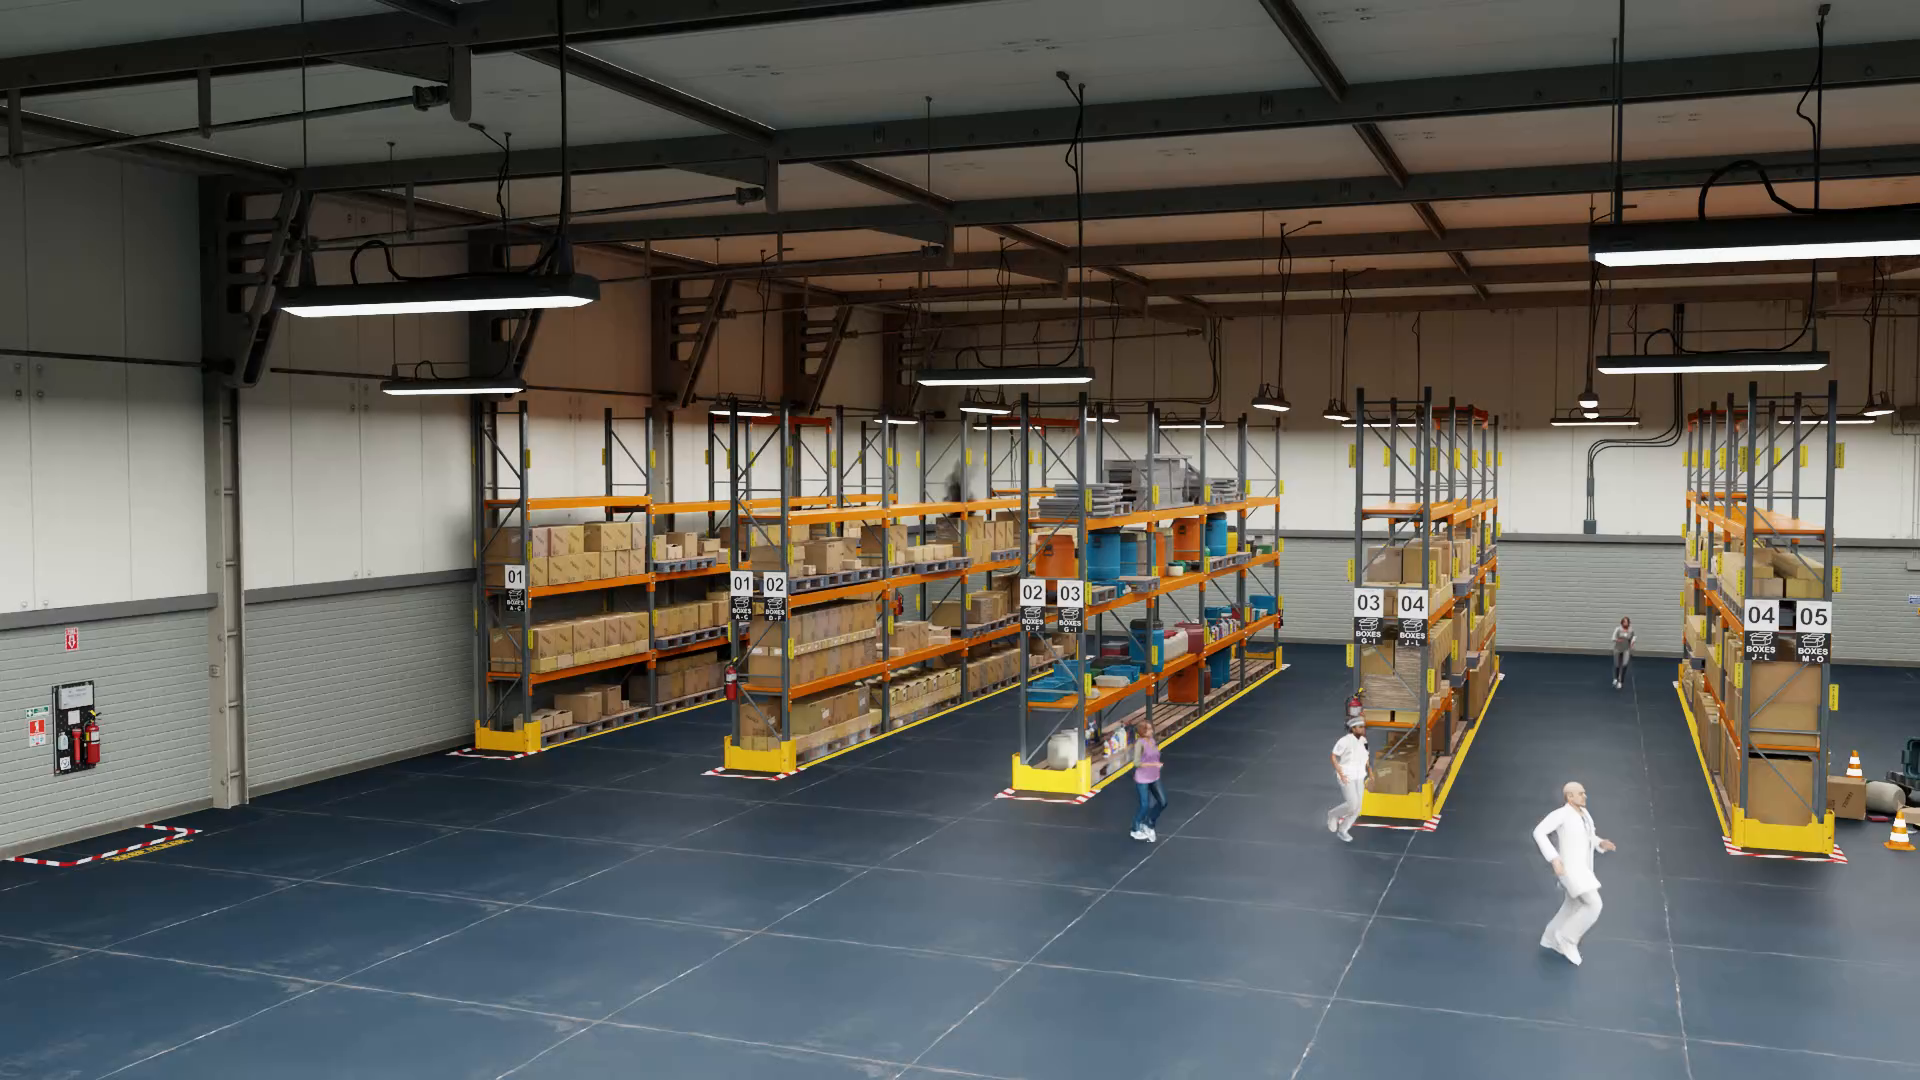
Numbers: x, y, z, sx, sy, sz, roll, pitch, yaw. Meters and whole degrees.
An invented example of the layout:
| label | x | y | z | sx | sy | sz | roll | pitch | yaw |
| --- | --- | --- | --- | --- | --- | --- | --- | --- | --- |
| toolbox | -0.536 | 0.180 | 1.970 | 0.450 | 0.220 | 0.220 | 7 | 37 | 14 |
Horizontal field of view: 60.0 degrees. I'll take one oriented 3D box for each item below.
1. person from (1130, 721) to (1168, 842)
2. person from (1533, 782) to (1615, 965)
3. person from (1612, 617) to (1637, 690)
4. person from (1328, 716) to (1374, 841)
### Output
| label | x | y | z | sx | sy | sz | roll | pitch | yaw |
| --- | --- | --- | --- | --- | --- | --- | --- | --- | --- |
| person | 2.469 | 3.152 | 21.652 | 0.516 | 1.594 | 0.614 | -2 | 4 | -40 |
| person | 6.142 | 3.312 | 16.564 | 0.762 | 1.790 | 0.675 | 3 | 4 | 44 |
| person | 14.442 | 2.457 | 36.172 | 0.491 | 1.601 | 0.755 | 1 | 3 | 27 |
| person | 5.190 | 3.128 | 21.938 | 0.571 | 1.639 | 0.527 | -2 | 3 | -28 |
